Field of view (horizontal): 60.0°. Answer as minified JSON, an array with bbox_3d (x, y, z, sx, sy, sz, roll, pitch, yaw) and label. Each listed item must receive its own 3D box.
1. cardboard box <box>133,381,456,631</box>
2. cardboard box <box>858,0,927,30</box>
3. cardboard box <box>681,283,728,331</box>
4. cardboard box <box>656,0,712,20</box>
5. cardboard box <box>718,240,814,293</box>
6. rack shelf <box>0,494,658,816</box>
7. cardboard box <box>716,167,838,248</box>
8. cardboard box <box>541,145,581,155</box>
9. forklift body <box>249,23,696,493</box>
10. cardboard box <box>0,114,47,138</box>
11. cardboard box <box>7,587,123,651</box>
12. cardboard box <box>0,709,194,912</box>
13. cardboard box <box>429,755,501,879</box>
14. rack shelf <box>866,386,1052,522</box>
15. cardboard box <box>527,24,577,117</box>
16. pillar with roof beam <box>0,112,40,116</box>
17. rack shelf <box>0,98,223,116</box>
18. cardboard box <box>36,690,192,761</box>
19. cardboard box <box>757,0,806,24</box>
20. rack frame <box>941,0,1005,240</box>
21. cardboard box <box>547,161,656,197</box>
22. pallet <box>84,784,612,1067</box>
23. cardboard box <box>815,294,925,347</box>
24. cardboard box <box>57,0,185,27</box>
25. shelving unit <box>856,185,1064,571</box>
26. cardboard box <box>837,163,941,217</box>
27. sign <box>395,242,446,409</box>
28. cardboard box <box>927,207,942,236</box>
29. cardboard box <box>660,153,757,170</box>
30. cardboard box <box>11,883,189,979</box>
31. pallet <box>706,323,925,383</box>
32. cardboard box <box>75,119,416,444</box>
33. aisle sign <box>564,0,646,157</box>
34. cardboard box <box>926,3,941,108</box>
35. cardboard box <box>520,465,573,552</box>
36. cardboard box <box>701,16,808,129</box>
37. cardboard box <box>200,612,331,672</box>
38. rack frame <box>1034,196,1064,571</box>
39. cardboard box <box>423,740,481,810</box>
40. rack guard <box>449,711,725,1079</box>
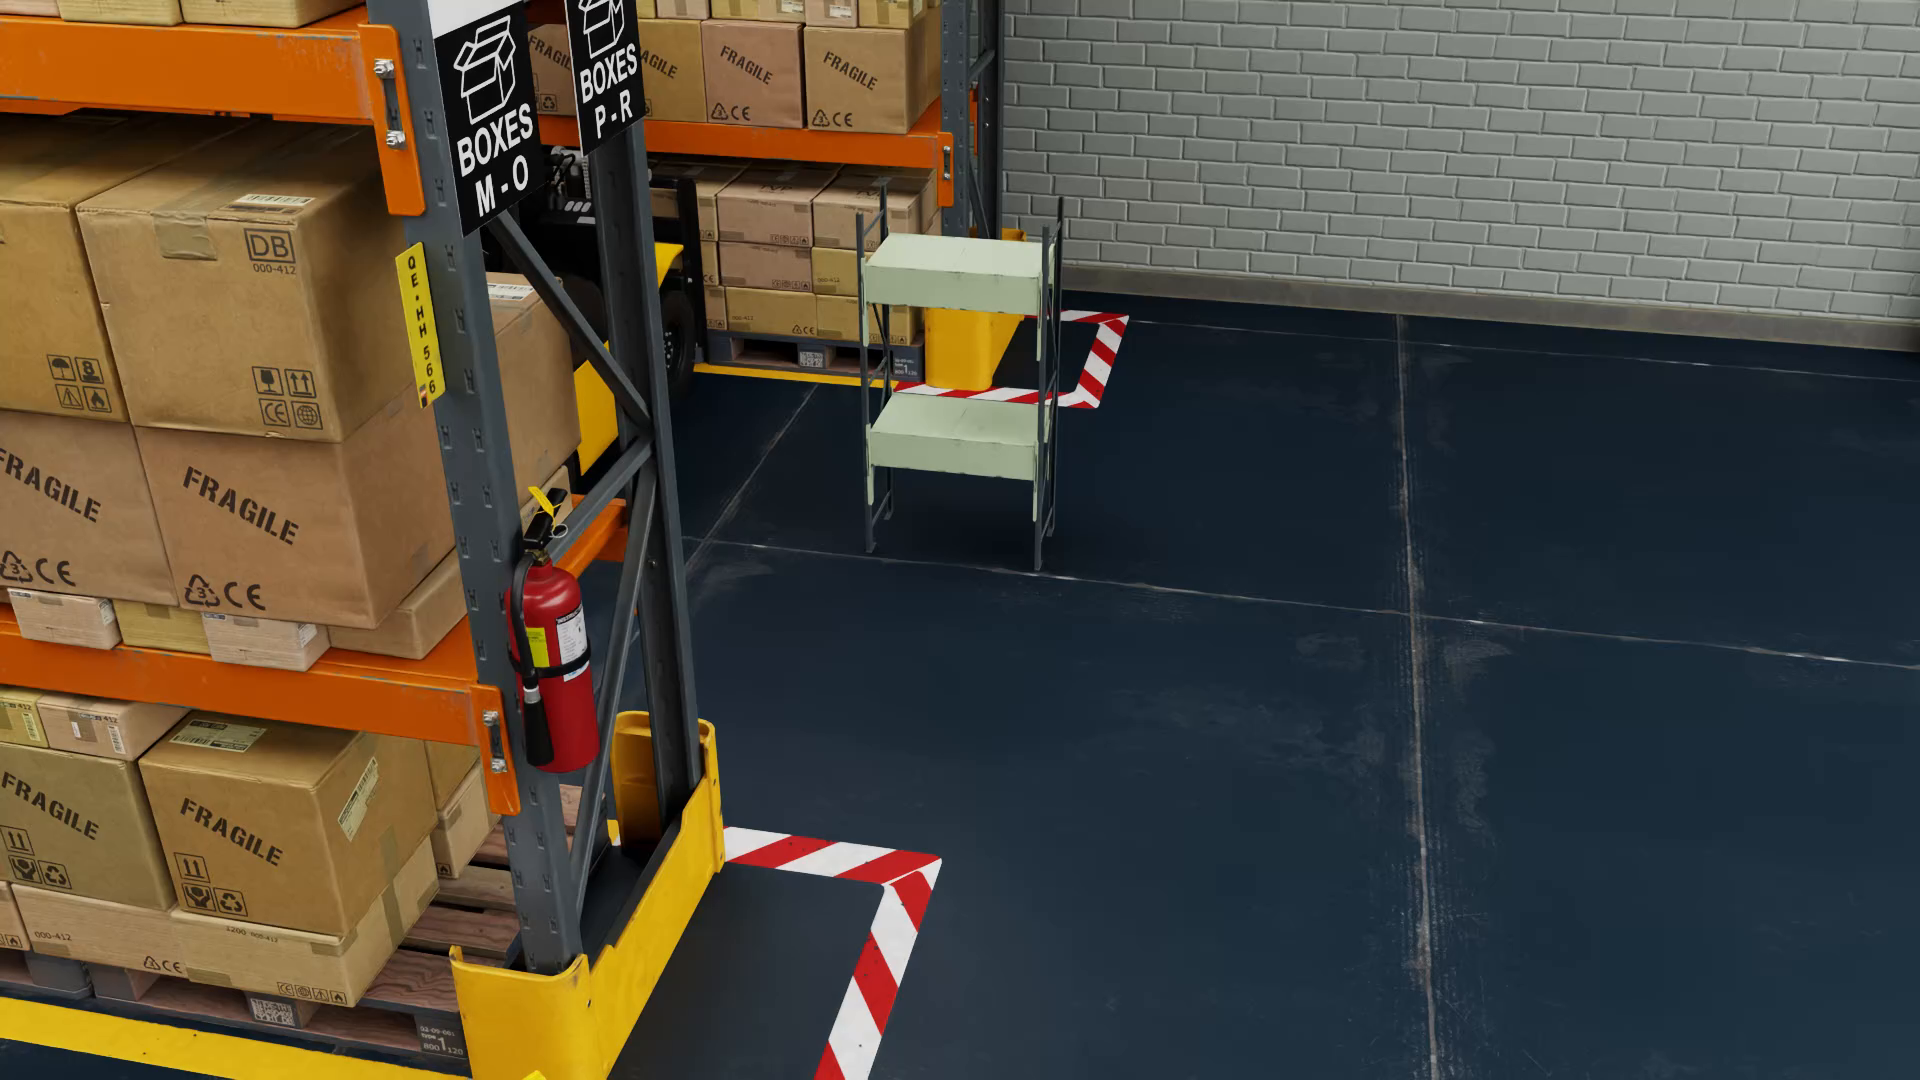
[{"bbox_3d":[-1.549,-0.146,3.979,0.500,0.500,0.500,5,29,10],"label":"cardboard box"},{"bbox_3d":[-0.326,-2.610,8.114,0.250,0.149,0.380,6,29,11],"label":"cardboard box"},{"bbox_3d":[-1.425,-1.364,9.043,0.500,0.250,0.500,6,29,11],"label":"cardboard box"},{"bbox_3d":[-1.334,-2.711,8.299,0.250,0.149,0.380,5,29,9],"label":"cardboard box"},{"bbox_3d":[-0.958,-1.533,8.832,0.500,0.250,0.500,6,29,10],"label":"cardboard box"},{"bbox_3d":[-2.917,0.068,4.751,4.000,0.370,1.077,6,29,11],"label":"rack shelf"},{"bbox_3d":[-0.944,-1.743,8.695,0.500,0.250,0.500,6,29,11],"label":"cardboard box"},{"bbox_3d":[-2.328,-2.137,9.414,0.500,0.250,0.500,6,29,11],"label":"cardboard box"},{"bbox_3d":[-2.164,-1.339,7.456,1.214,2.155,2.313,6,29,11],"label":"forklift body"},{"bbox_3d":[-2.520,-0.665,3.887,0.500,0.500,0.700,6,29,10],"label":"cardboard box"},{"bbox_3d":[-2.147,0.106,4.195,0.250,0.149,0.380,6,29,11],"label":"cardboard box"},{"bbox_3d":[-2.310,0.638,4.607,0.500,0.500,0.500,7,29,12],"label":"cardboard box"},{"bbox_3d":[-1.692,0.764,5.156,0.500,0.250,0.500,6,29,10],"label":"cardboard box"},{"bbox_3d":[0.007,-0.371,7.045,0.720,0.370,0.431,6,29,11],"label":"rack shelf"},{"bbox_3d":[-1.965,-2.501,8.590,0.500,0.500,0.500,6,29,11],"label":"cardboard box"},{"bbox_3d":[-7.188,-4.083,5.336,0.400,9.000,9.100,6,29,11],"label":"pillar with roof beam"},{"bbox_3d":[-5.796,-2.664,9.742,4.000,0.370,1.077,6,29,11],"label":"rack shelf"},{"bbox_3d":[-2.172,0.399,4.368,0.250,0.149,0.380,7,29,12],"label":"cardboard box"},{"bbox_3d":[-0.823,-2.676,8.235,0.250,0.149,0.380,6,29,12],"label":"cardboard box"},{"bbox_3d":[0.072,-2.378,8.470,0.127,3.000,1.000,6,29,11],"label":"rack frame"},{"bbox_3d":[-1.934,-1.843,8.878,0.500,0.250,0.500,5,29,10],"label":"cardboard box"},{"bbox_3d":[-1.822,1.071,5.074,1.213,0.211,1.003,6,29,11],"label":"pallet"},{"bbox_3d":[-0.454,-1.255,8.845,0.500,0.250,0.500,6,29,11],"label":"cardboard box"},{"bbox_3d":[-1.618,-1.166,3.395,0.250,0.149,0.380,6,29,11],"label":"cardboard box"},{"bbox_3d":[0.007,-0.657,6.889,0.755,1.500,0.431,6,29,11],"label":"shelving unit"},{"bbox_3d":[-0.359,-1.932,9.040,0.500,0.250,0.500,5,29,10],"label":"cardboard box"},{"bbox_3d":[-1.097,-0.435,3.385,0.005,0.325,0.100,6,29,11],"label":"sign"},{"bbox_3d":[-0.345,-1.720,9.174,0.500,0.250,0.500,6,29,11],"label":"cardboard box"},{"bbox_3d":[-1.335,-2.035,9.229,0.500,0.250,0.500,6,29,10],"label":"cardboard box"},{"bbox_3d":[-2.313,0.965,4.790,0.500,0.250,0.500,6,29,11],"label":"cardboard box"},{"bbox_3d":[-0.685,-1.212,9.244,1.213,0.211,1.003,6,29,11],"label":"pallet"},{"bbox_3d":[-1.506,-0.608,3.782,0.500,0.500,0.700,5,29,9],"label":"cardboard box"},{"bbox_3d":[-0.836,-1.326,3.842,0.004,0.787,0.394,6,29,11],"label":"aisle sign"},{"bbox_3d":[-0.355,-2.602,8.775,0.500,0.500,0.500,7,29,12],"label":"cardboard box"},{"bbox_3d":[-1.250,-0.068,4.512,0.250,0.149,0.380,6,29,11],"label":"cardboard box"},{"bbox_3d":[-0.970,-2.404,8.414,0.500,0.500,0.500,7,29,12],"label":"cardboard box"},{"bbox_3d":[-1.642,0.153,4.108,0.250,0.149,0.380,6,29,10],"label":"cardboard box"},{"bbox_3d":[0.364,-0.620,6.822,0.023,1.500,0.400,6,29,11],"label":"rack frame"},{"bbox_3d":[-1.716,0.433,4.980,0.500,0.500,0.500,5,29,9],"label":"cardboard box"},{"bbox_3d":[-1.035,1.042,4.826,0.348,0.500,1.175,6,29,11],"label":"rack guard"}]
